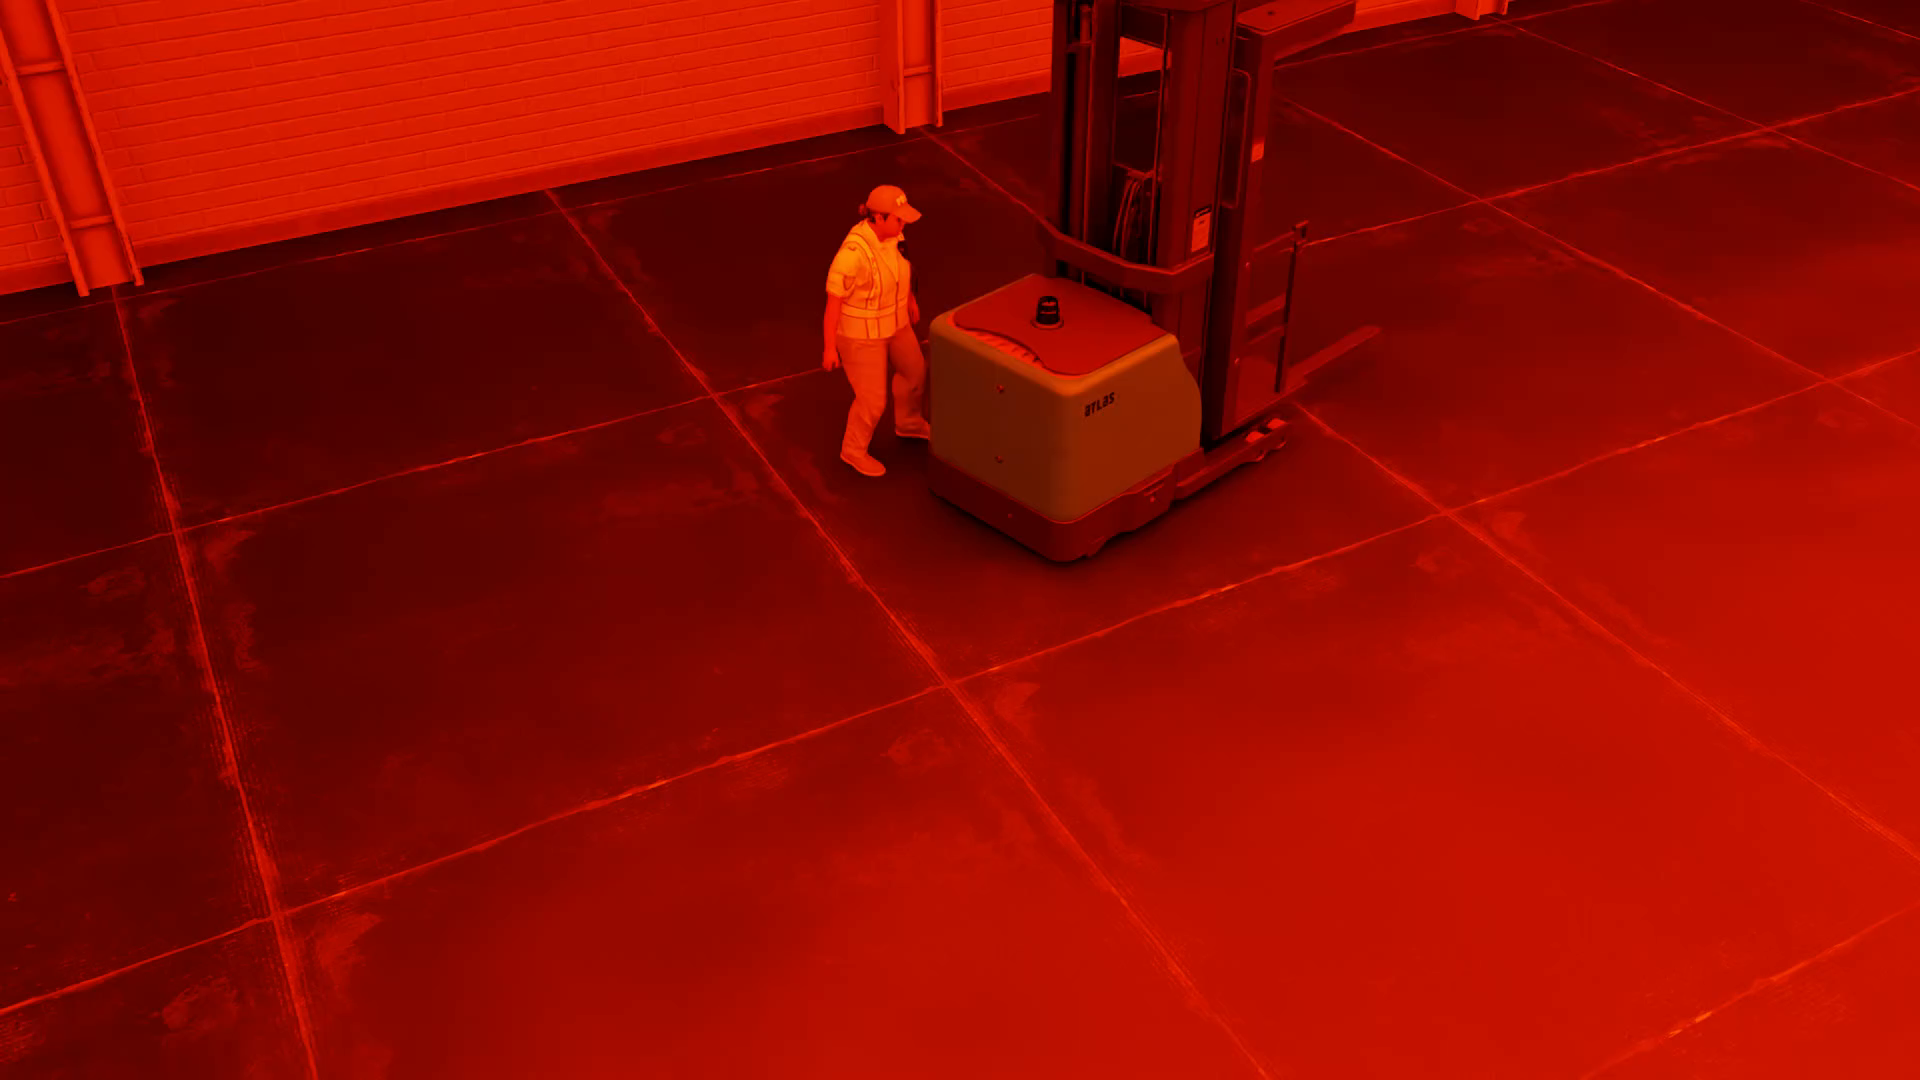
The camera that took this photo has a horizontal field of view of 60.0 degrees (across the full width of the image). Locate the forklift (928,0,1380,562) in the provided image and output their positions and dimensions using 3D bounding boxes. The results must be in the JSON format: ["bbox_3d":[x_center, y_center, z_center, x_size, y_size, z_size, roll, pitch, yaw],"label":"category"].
[{"bbox_3d":[1.236,-1.827,8.708,3.031,2.935,1.130,-29,45,-35],"label":"forklift"}]

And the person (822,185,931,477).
[{"bbox_3d":[-0.407,-1.136,8.861,0.466,1.639,0.796,21,40,26],"label":"person"}]
